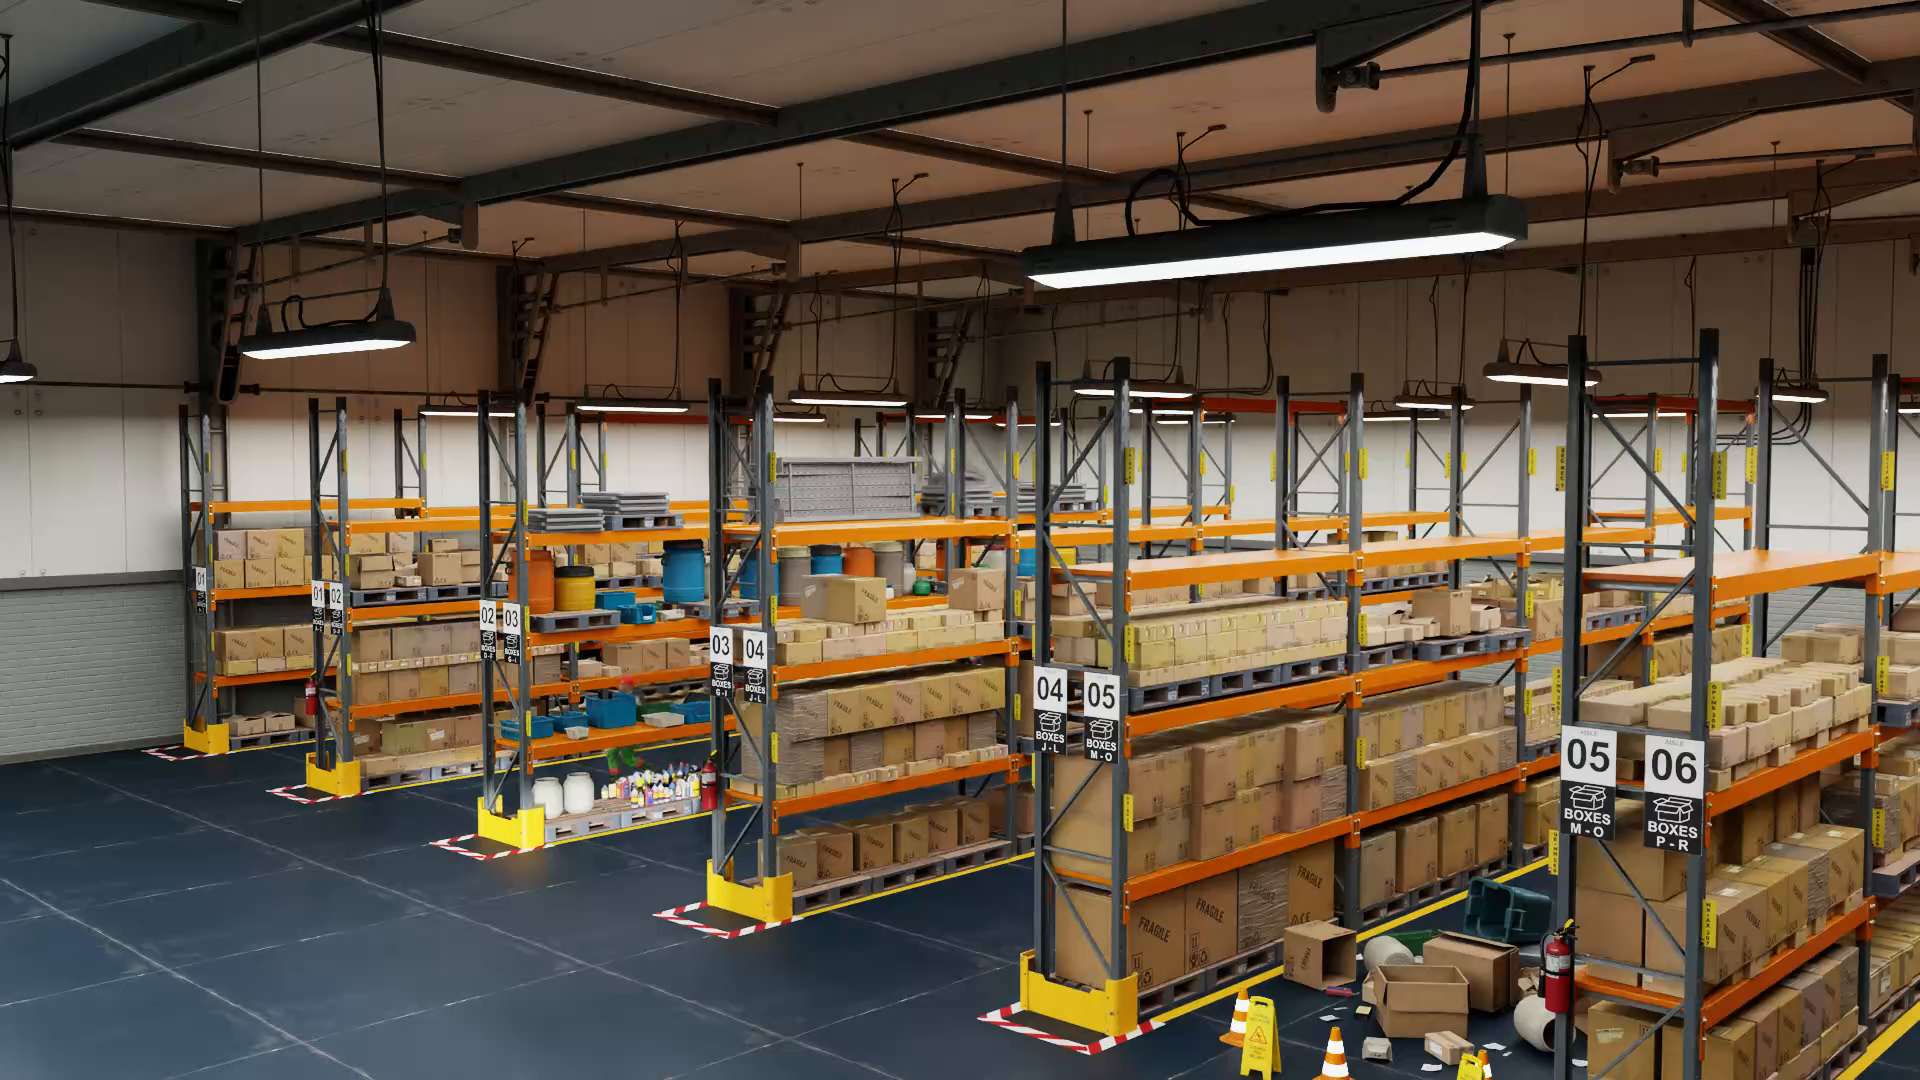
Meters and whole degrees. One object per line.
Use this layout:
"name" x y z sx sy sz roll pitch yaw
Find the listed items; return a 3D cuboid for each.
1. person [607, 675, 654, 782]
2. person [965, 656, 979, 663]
"person" -5.107 2.947 25.411 0.669 1.760 0.868 3 4 44
"person" 0.210 2.407 32.566 0.700 1.772 0.963 2 4 33
